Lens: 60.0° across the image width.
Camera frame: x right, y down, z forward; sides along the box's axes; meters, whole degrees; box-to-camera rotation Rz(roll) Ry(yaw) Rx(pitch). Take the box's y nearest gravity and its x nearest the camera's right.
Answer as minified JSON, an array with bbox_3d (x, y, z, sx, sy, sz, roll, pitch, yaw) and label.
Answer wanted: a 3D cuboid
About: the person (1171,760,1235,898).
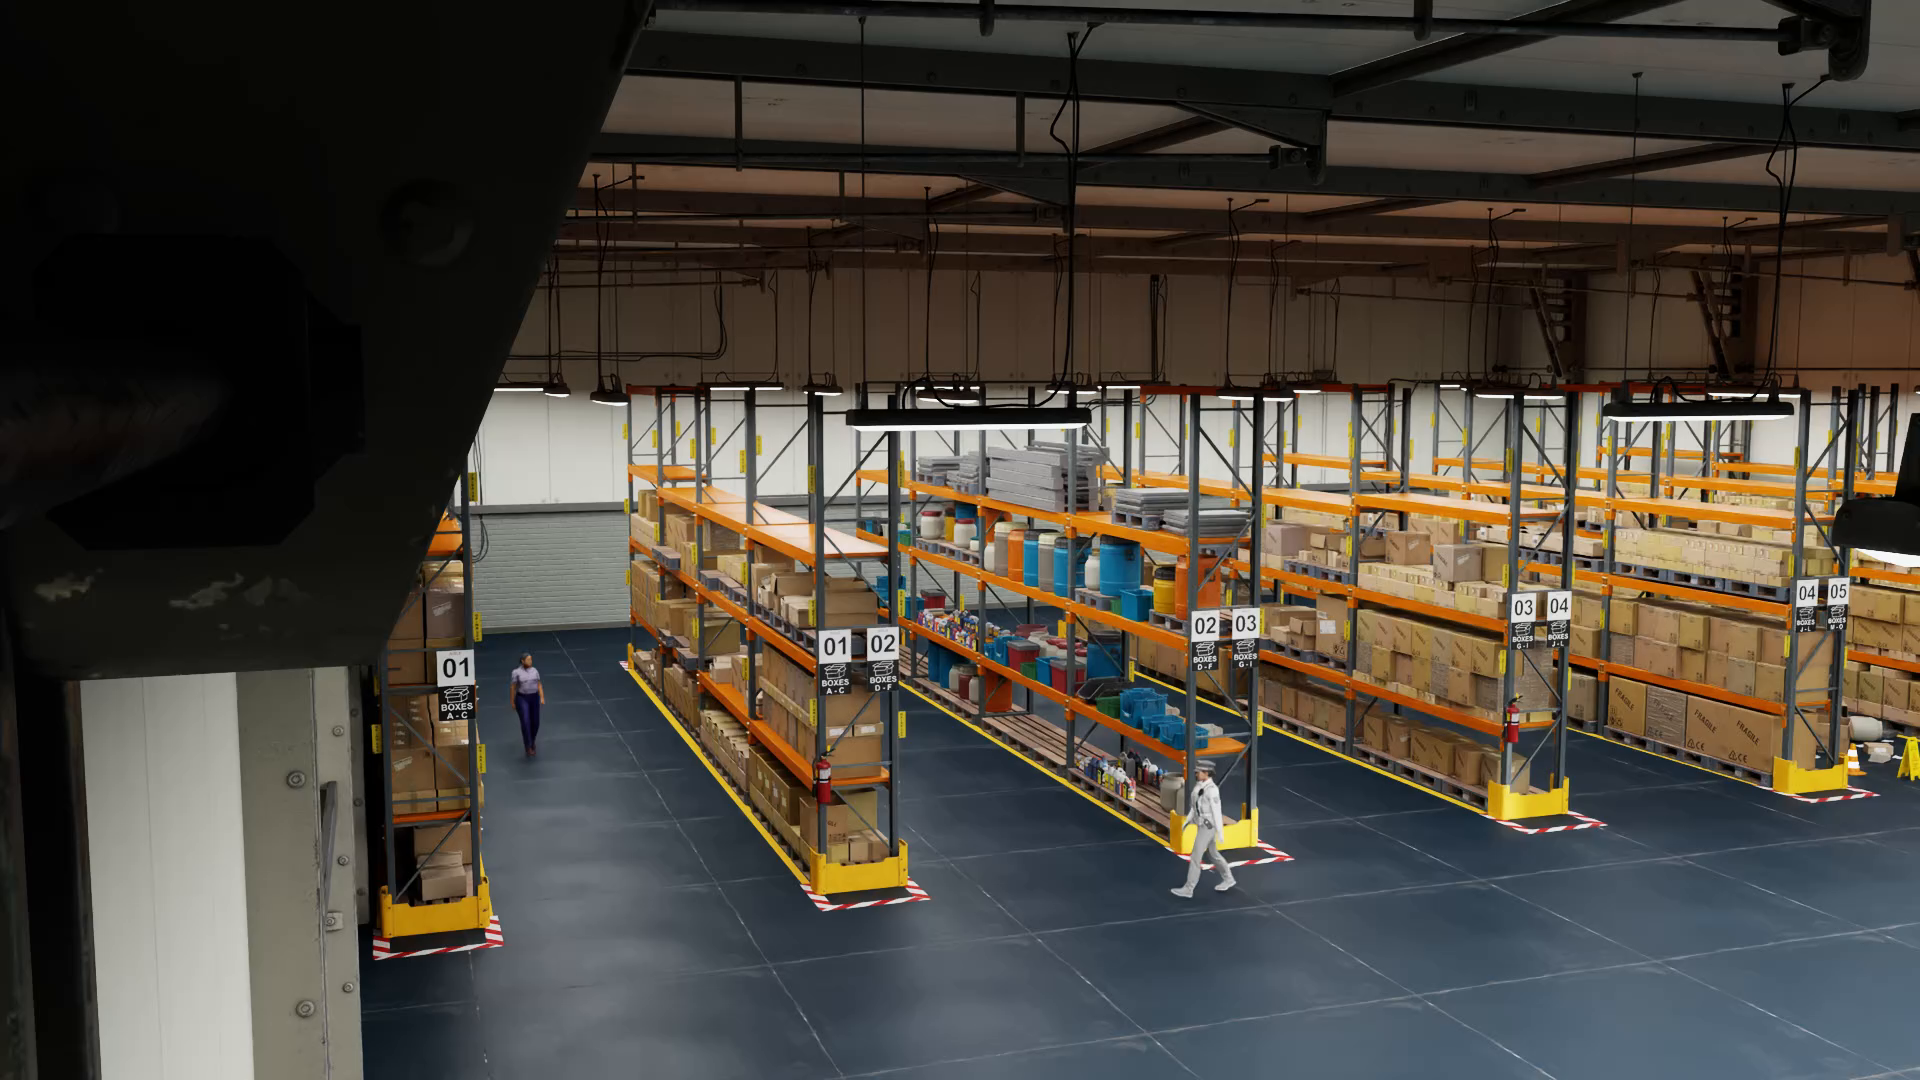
[{"bbox_3d":[2.935,3.452,20.021,0.858,1.639,0.500,0,6,-4],"label":"person"}]

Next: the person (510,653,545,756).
[{"bbox_3d":[-7.105,2.702,27.534,0.509,1.640,0.746,-5,8,-41],"label":"person"}]
